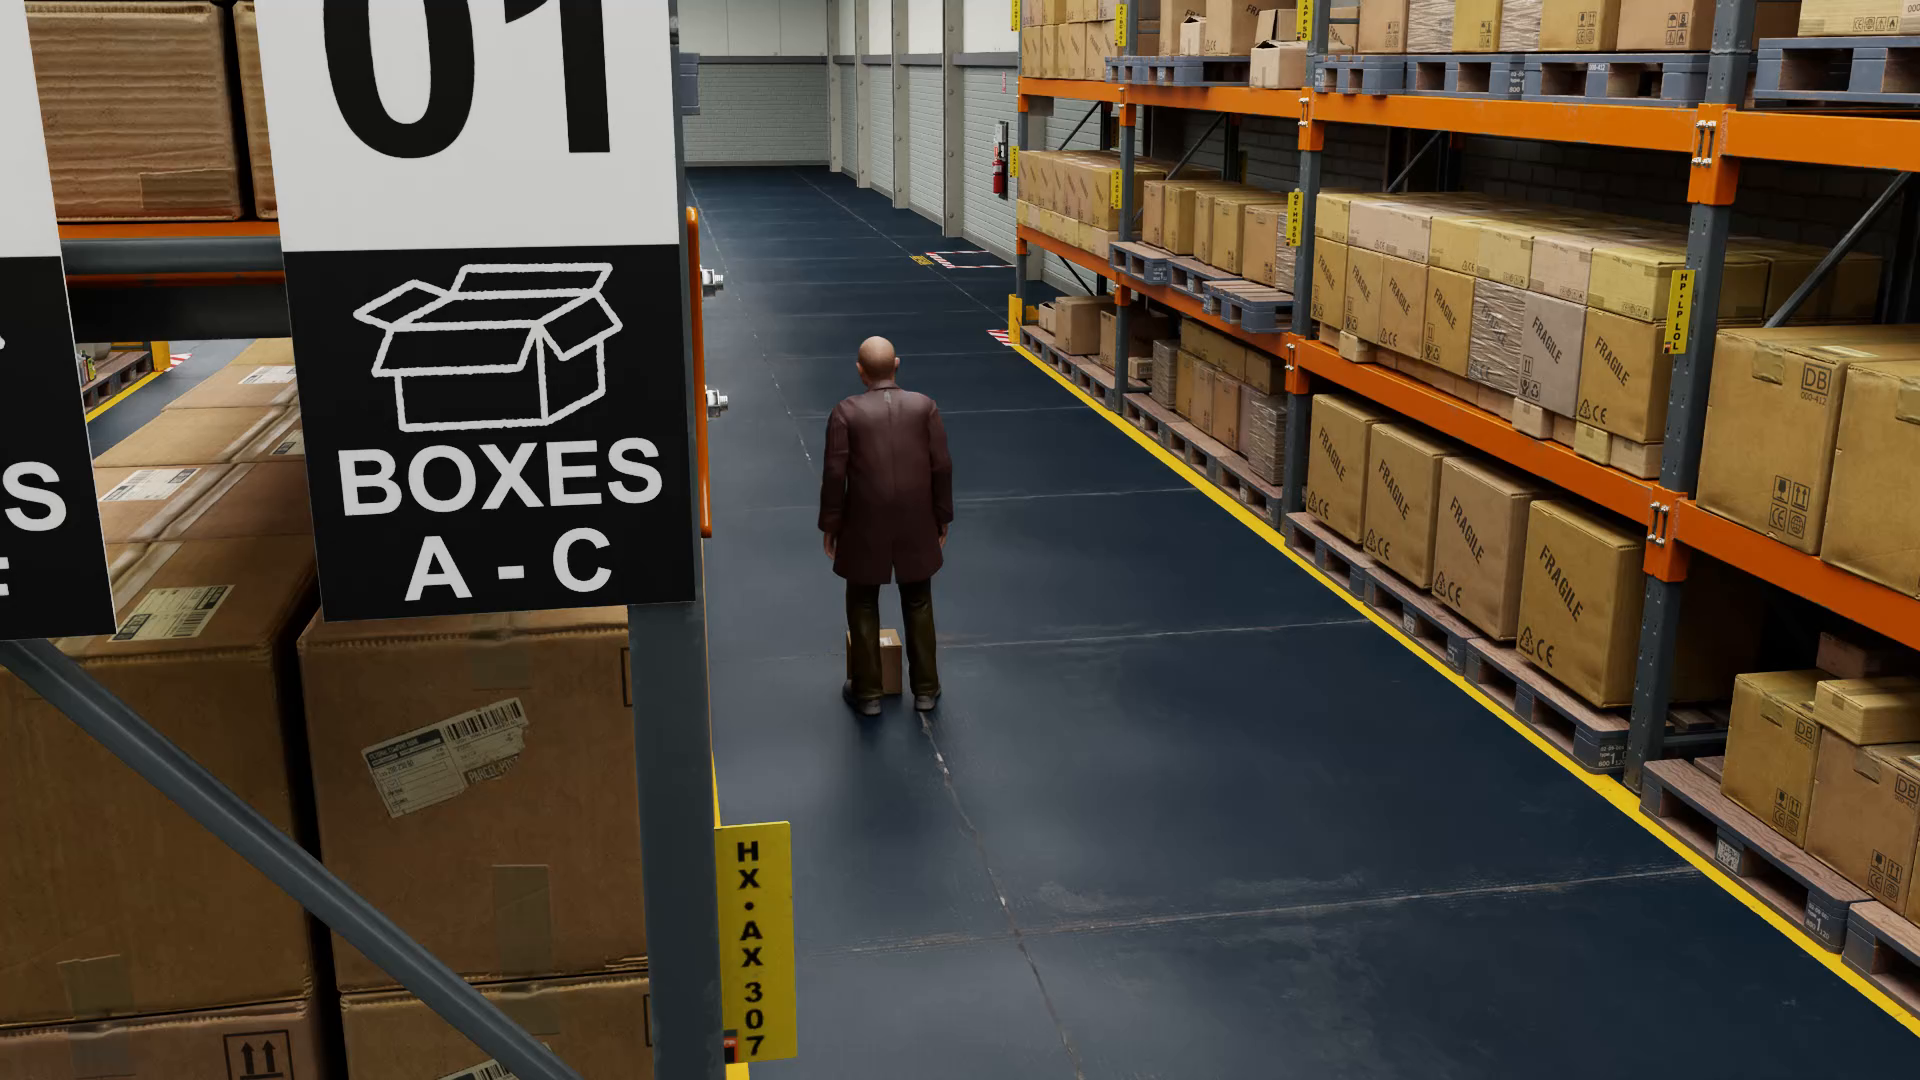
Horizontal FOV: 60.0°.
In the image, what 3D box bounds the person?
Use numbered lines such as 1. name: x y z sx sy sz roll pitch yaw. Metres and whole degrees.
1. person: -0.347 -0.065 7.787 0.647 1.773 0.418 -4 17 -13
